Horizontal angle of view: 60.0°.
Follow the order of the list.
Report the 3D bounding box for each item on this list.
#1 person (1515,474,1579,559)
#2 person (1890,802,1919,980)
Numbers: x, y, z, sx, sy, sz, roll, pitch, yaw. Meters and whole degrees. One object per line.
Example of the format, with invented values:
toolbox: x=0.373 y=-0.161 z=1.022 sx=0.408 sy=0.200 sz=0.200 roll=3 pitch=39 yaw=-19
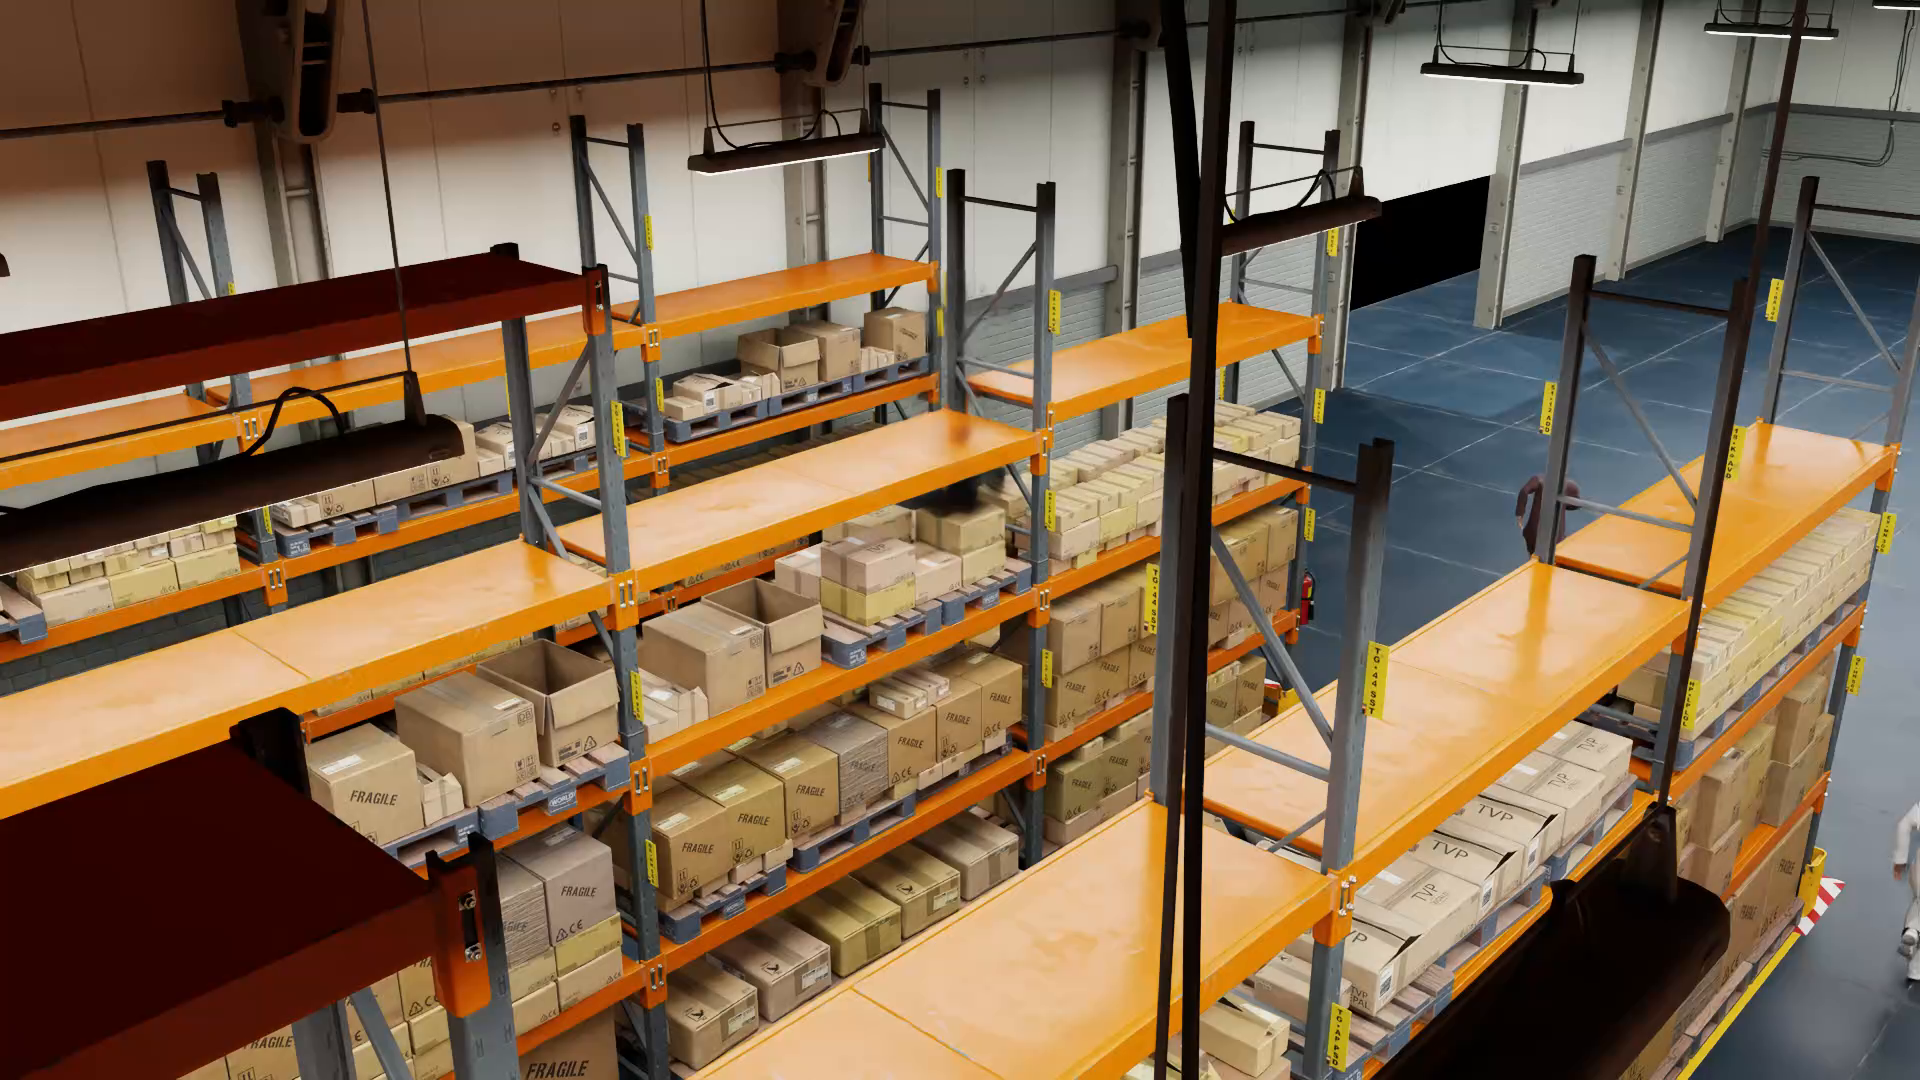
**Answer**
person: x=7.053 y=-0.186 z=20.103 sx=0.761 sy=1.728 sz=0.723 roll=4 pitch=22 yaw=10
person: x=7.684 y=2.625 z=13.003 sx=0.723 sy=1.652 sz=0.632 roll=18 pitch=27 yaw=38
